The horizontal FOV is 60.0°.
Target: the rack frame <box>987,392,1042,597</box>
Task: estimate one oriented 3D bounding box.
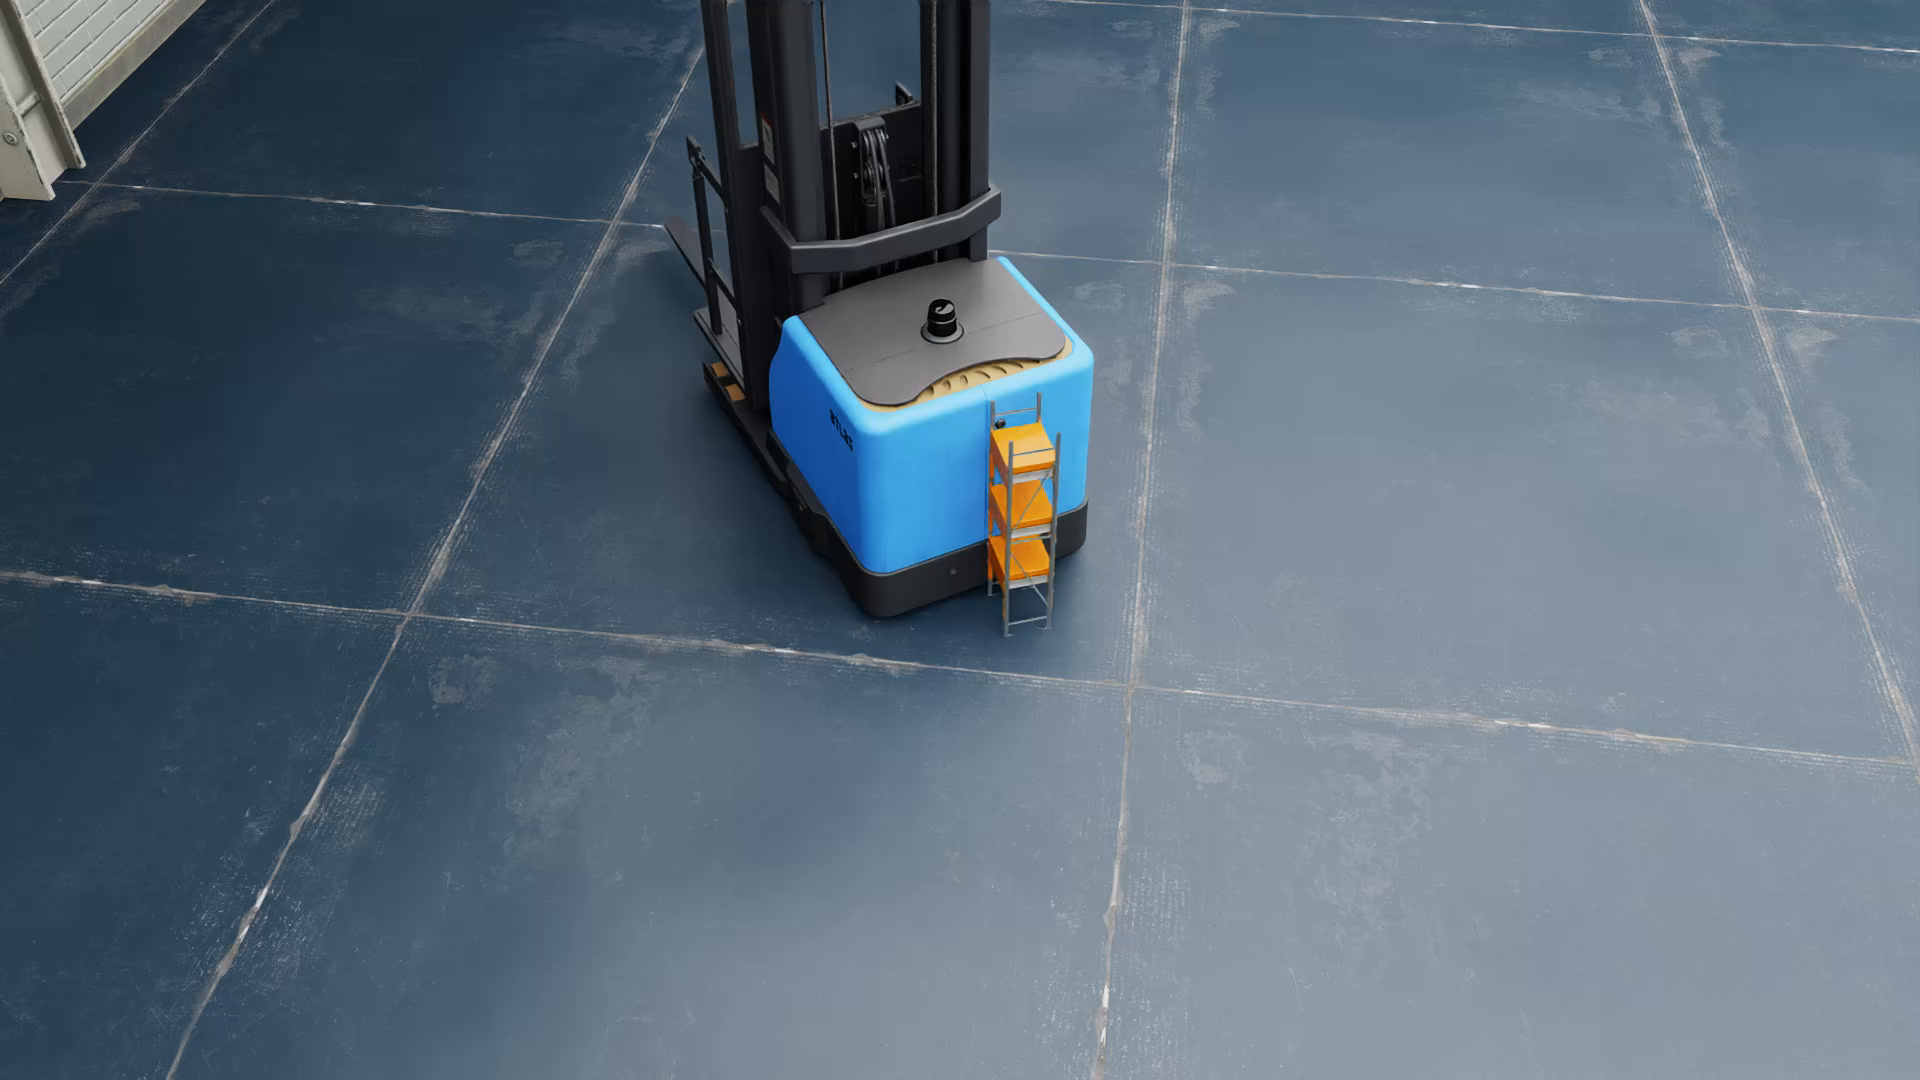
[{"bbox_3d":[0.213,-0.161,6.657,0.200,1.050,0.008,-10,44,-11],"label":"rack frame"}]

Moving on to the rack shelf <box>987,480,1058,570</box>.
[{"bbox_3d":[0.245,-0.073,6.579,0.215,0.259,0.240,-10,44,-11],"label":"rack shelf"}]

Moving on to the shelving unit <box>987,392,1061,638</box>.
[{"bbox_3d":[0.245,-0.080,6.571,0.215,1.050,0.252,-10,44,-11],"label":"shelving unit"}]

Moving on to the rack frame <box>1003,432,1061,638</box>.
[{"bbox_3d":[0.276,0.001,6.486,0.200,1.050,0.008,-10,44,-11],"label":"rack frame"}]

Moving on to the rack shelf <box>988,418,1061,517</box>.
[{"bbox_3d":[0.245,-0.279,6.383,0.215,0.259,0.240,-10,44,-11],"label":"rack shelf"}]

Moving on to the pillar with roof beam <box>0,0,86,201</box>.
[{"bbox_3d":[-0.914,-4.912,5.892,9.100,9.000,0.400,5,44,6],"label":"pillar with roof beam"}]

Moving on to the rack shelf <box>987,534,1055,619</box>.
[{"bbox_3d":[0.245,0.129,6.770,0.215,0.259,0.240,-10,44,-11],"label":"rack shelf"}]

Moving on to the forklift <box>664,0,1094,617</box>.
[{"bbox_3d":[-0.571,-1.762,6.979,1.130,2.935,3.031,-19,47,-19],"label":"forklift"}]
